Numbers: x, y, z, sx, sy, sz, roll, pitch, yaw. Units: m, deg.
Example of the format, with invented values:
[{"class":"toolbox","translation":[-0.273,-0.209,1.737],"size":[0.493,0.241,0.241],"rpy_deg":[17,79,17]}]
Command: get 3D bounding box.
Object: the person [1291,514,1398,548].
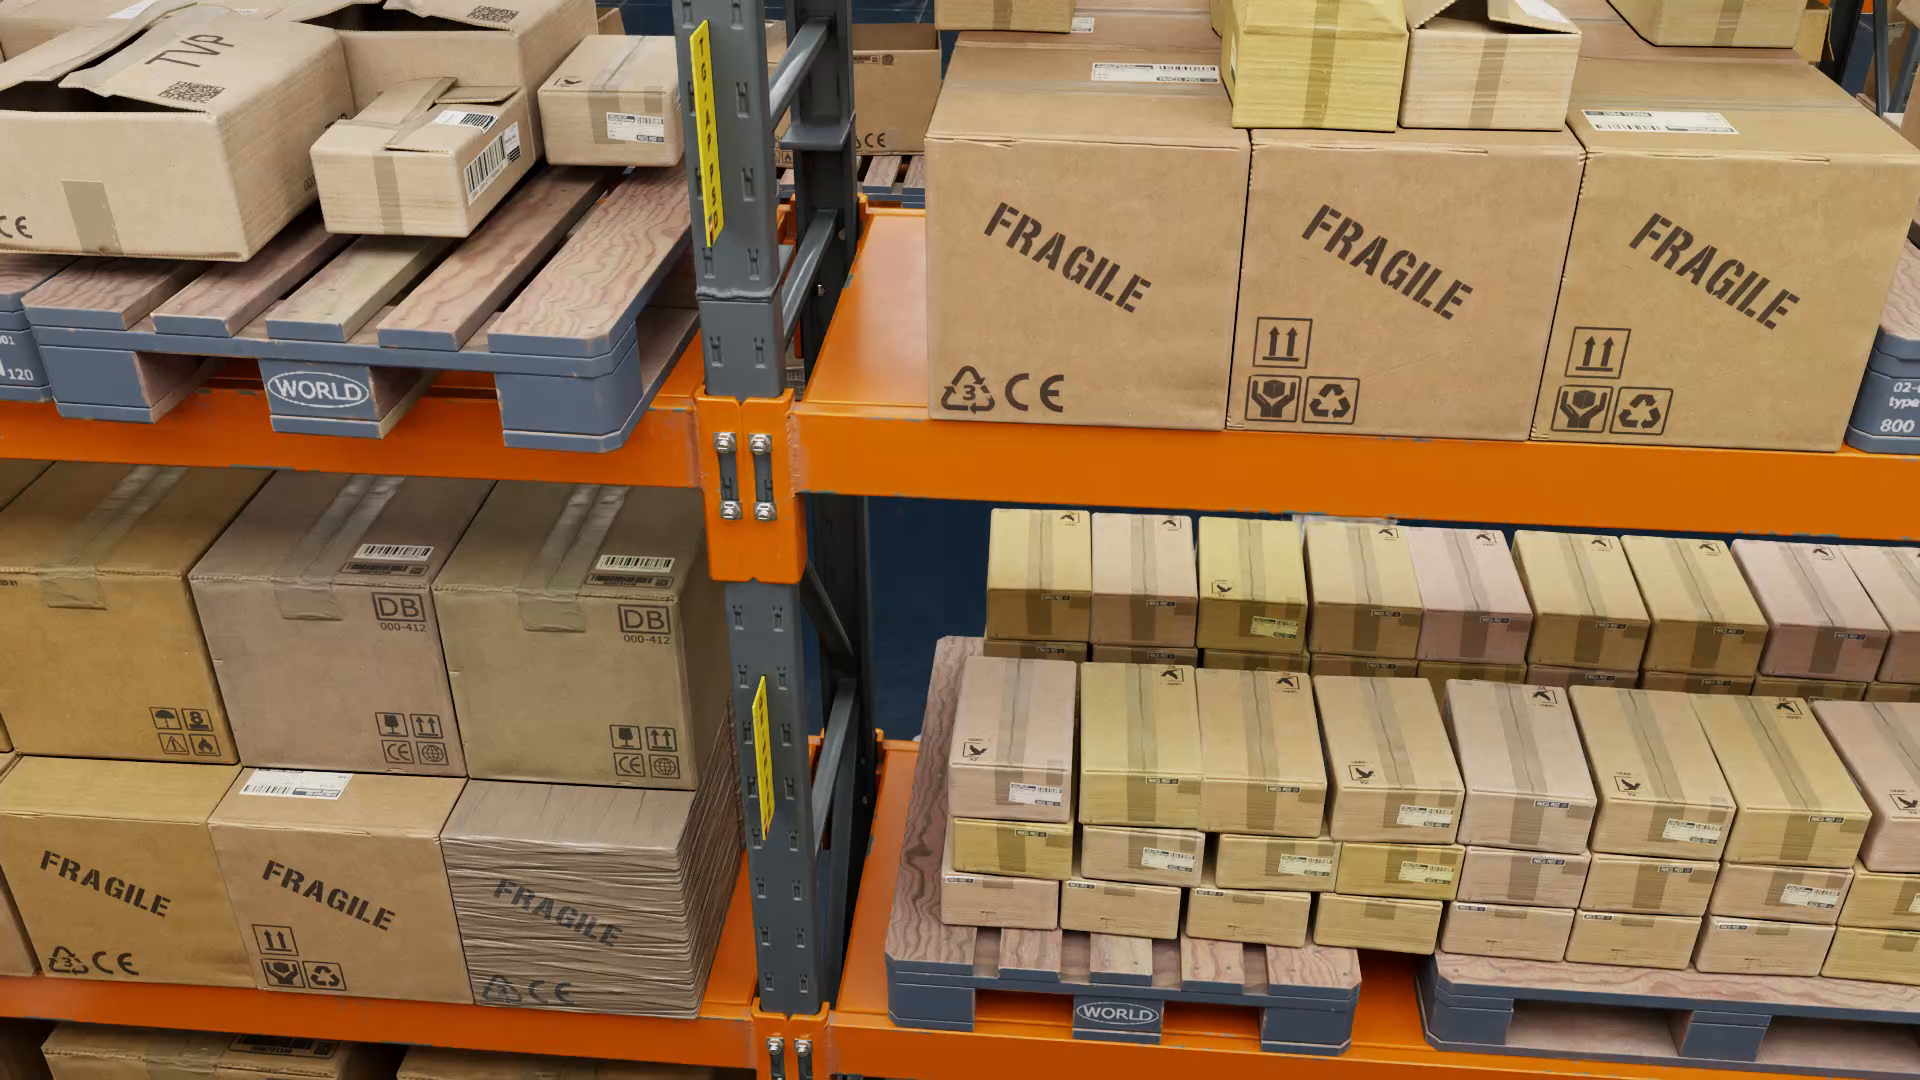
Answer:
[{"class":"person","translation":[1.306,0.166,5.827],"size":[0.631,1.769,0.600],"rpy_deg":[-4,32,-6]}]
